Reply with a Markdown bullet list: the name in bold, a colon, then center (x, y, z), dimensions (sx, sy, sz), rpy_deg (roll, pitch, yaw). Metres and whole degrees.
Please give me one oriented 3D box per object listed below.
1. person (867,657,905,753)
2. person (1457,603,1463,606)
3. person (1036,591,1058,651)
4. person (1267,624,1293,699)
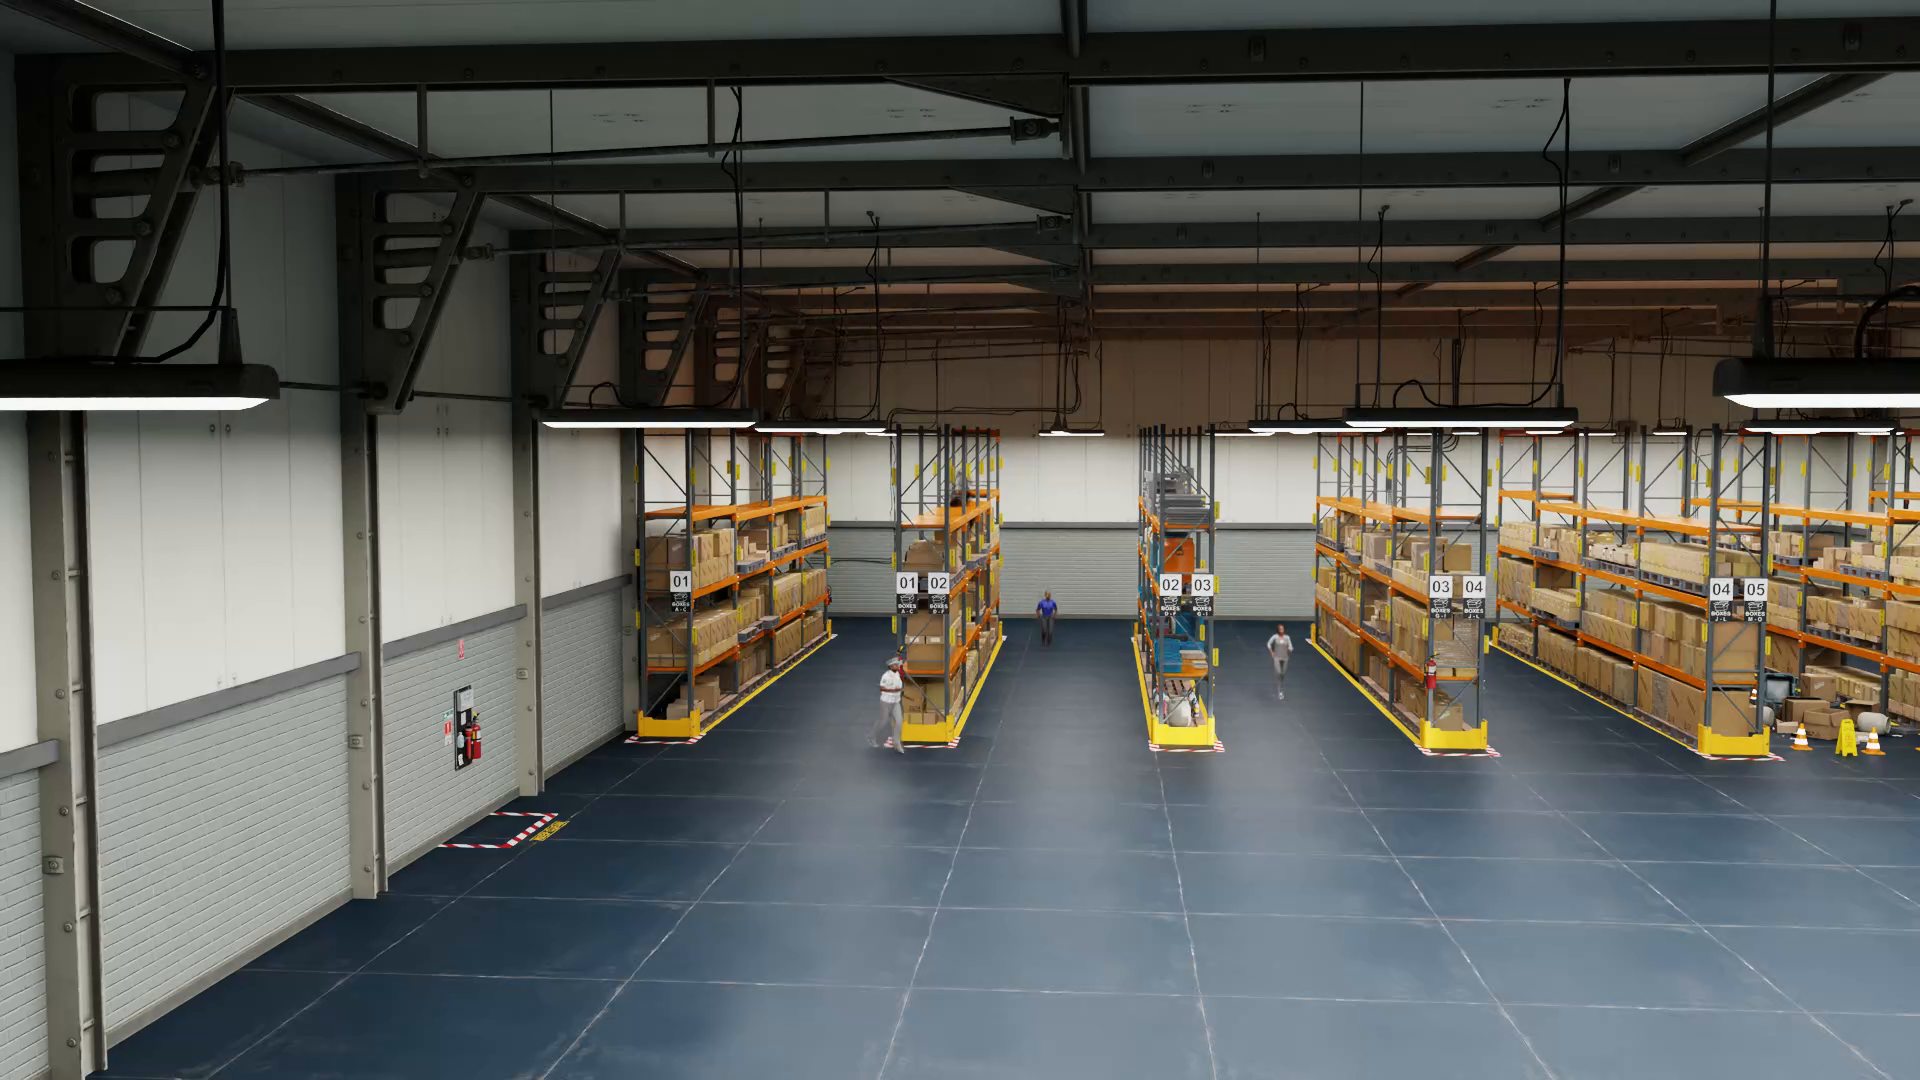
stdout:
- **person**: center (-1.294, 3.013, 30.614), dimensions (0.829, 1.735, 0.588), rpy_deg (3, 5, 40)
- **person**: center (13.589, 2.140, 45.909), dimensions (0.603, 1.695, 0.718), rpy_deg (2, 4, 30)
- **person**: center (2.371, 2.228, 45.036), dimensions (0.582, 1.529, 0.557), rpy_deg (0, 3, -4)
- **person**: center (7.097, 2.667, 36.815), dimensions (0.538, 1.611, 0.789), rpy_deg (0, 3, 0)
